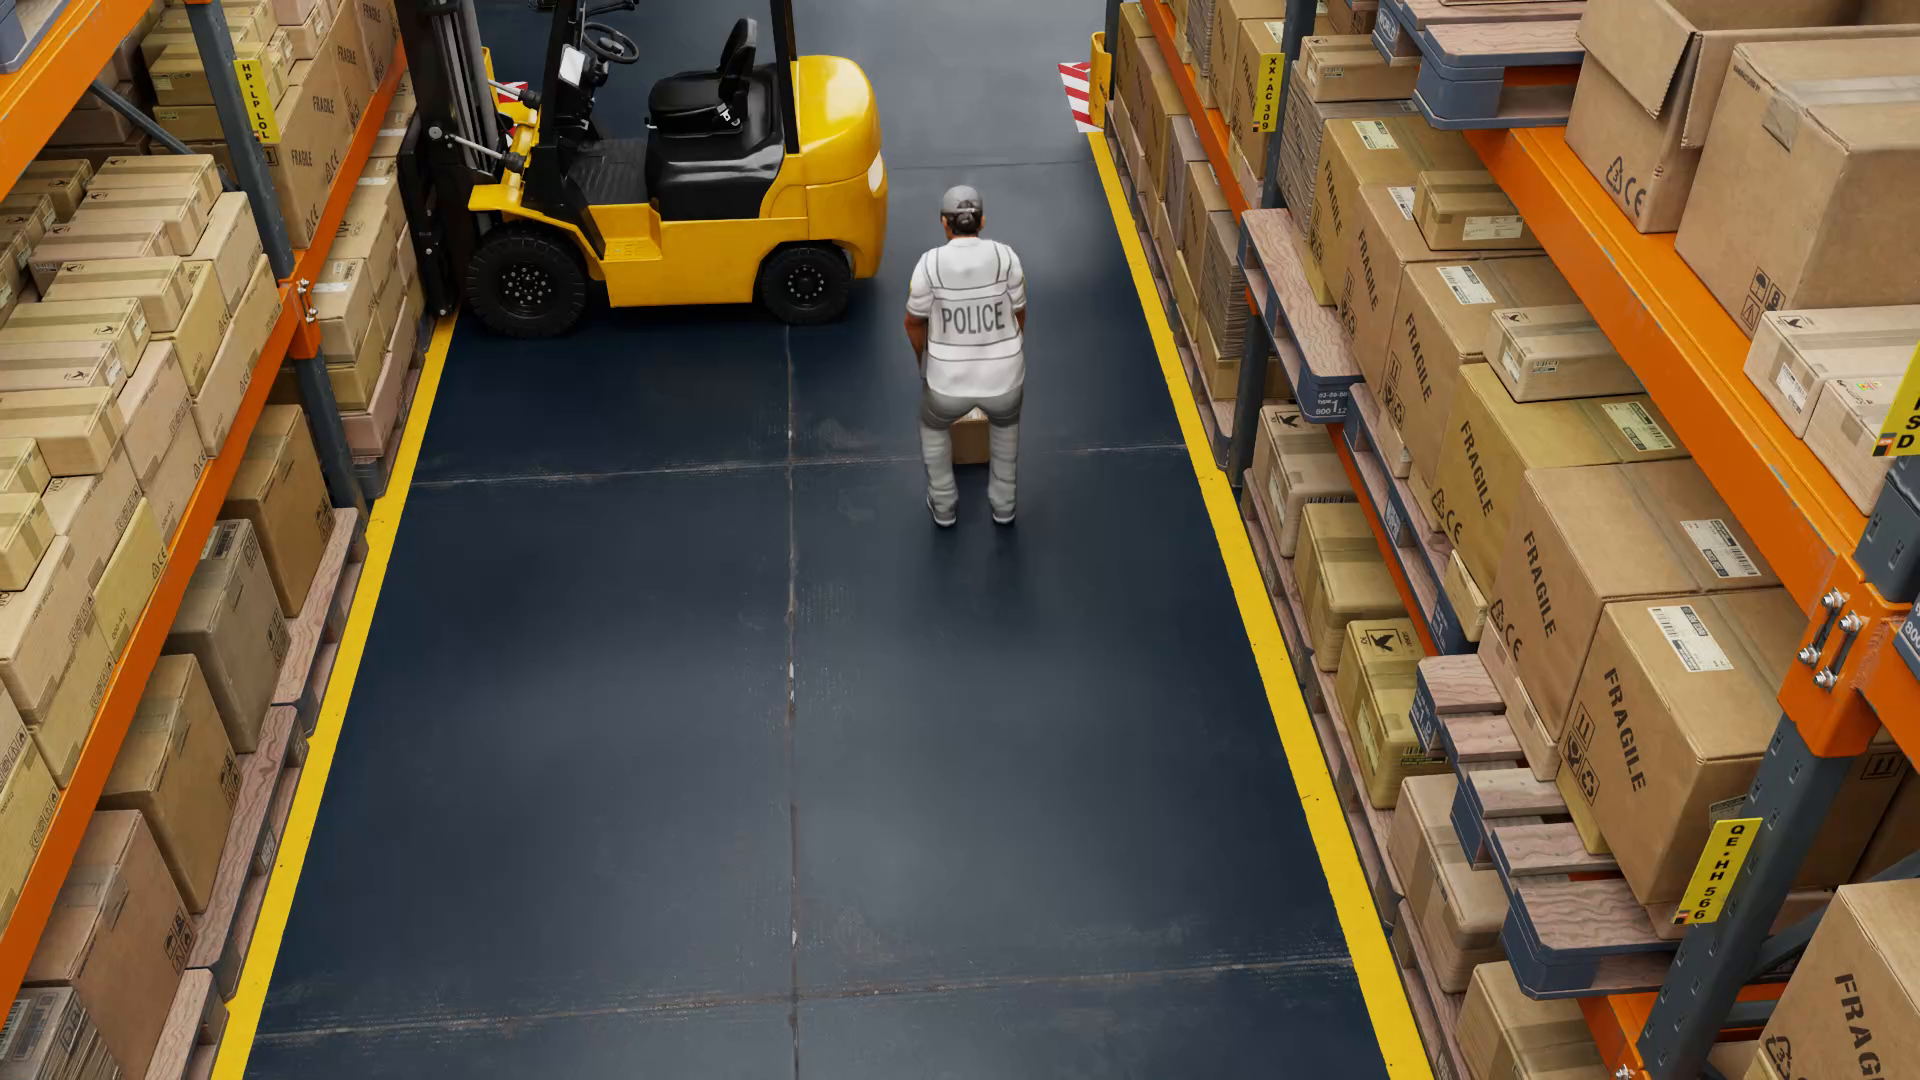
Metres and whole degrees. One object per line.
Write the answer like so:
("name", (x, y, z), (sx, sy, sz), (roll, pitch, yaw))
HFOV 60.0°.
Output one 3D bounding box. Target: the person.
("person", (0.024, -0.740, 7.150), (0.515, 1.558, 0.571), (-2, 39, -3))
